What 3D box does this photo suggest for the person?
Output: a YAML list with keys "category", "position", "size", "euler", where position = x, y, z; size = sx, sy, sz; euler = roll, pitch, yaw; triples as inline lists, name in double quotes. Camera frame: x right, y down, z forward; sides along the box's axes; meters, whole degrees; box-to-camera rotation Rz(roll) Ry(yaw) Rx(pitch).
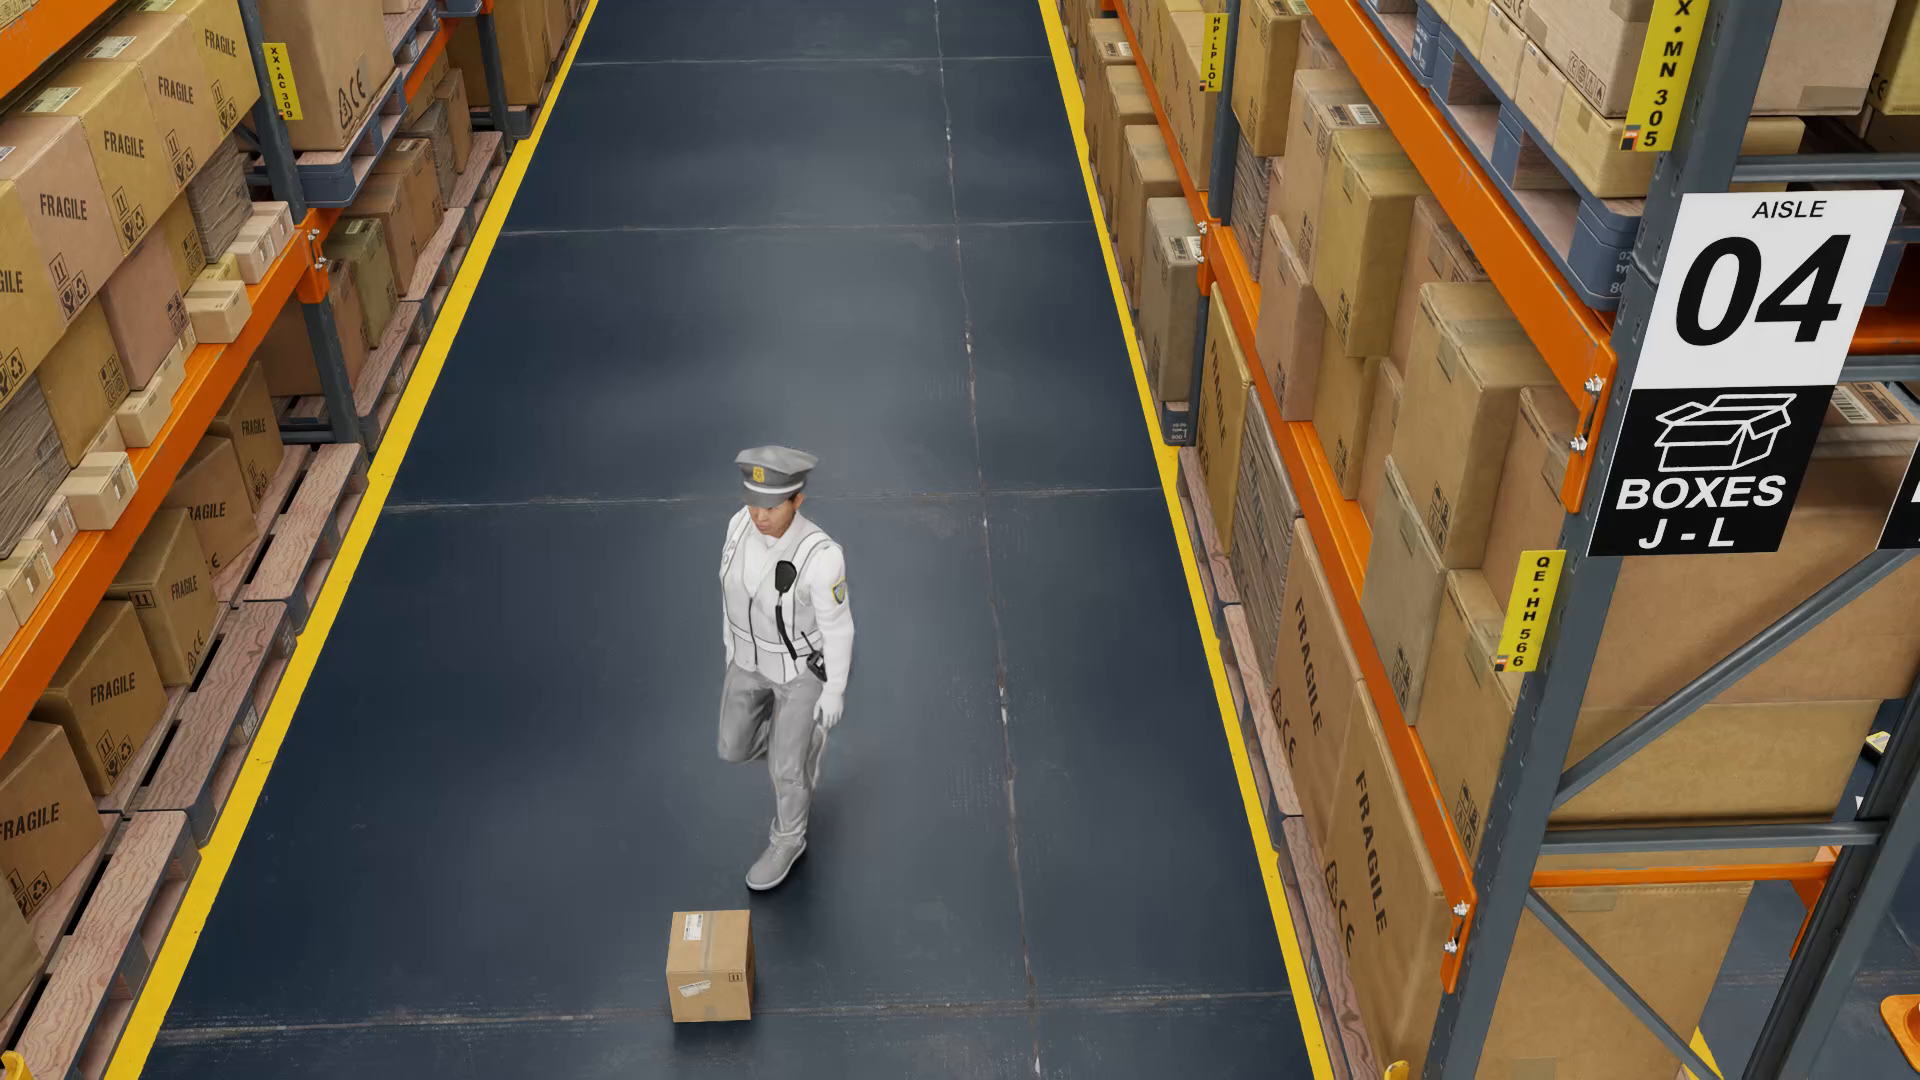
- category: "person"
  position: [-0.577, 0.406, 5.532]
  size: [0.510, 1.671, 0.573]
  euler: [22, 41, 27]
